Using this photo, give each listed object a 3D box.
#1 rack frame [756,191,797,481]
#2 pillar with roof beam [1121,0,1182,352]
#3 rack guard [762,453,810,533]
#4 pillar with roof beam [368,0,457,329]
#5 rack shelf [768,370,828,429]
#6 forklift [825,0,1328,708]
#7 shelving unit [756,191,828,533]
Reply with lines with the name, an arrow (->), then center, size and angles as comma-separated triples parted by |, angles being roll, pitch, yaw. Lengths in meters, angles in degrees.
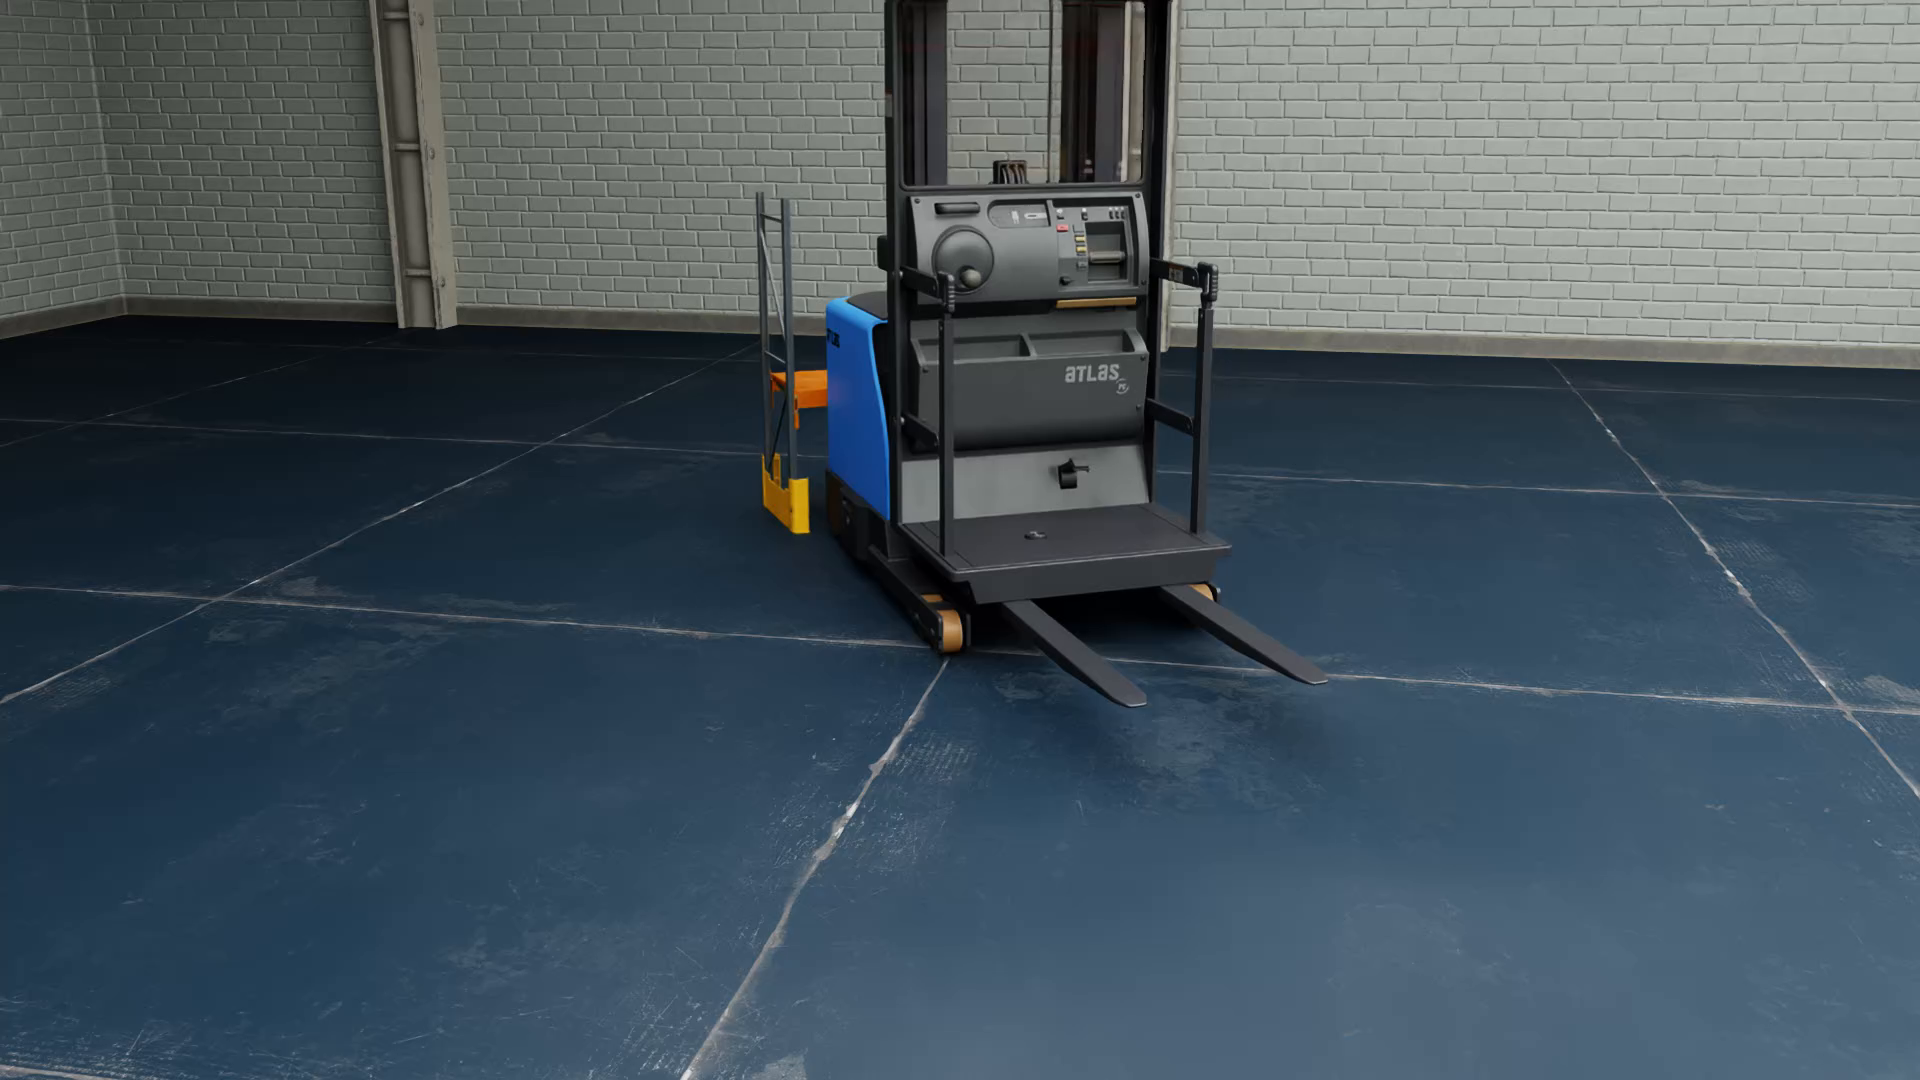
rack frame -> -0.843, -0.827, 7.669 | 0.032, 1.500, 0.500 | -6, 16, -20
pillar with roof beam -> 0.551, -4.692, 7.574 | 0.400, 9.000, 9.100 | 3, 16, 11
rack guard -> -0.825, -0.227, 7.842 | 0.087, 0.250, 0.587 | -6, 16, -20
pillar with roof beam -> -5.329, -5.011, 8.726 | 0.400, 9.000, 9.100 | 3, 16, 11
rack shelf -> -0.367, -0.702, 7.889 | 1.000, 0.185, 0.538 | -6, 16, -20
forklift -> 0.338, -1.120, 6.044 | 1.130, 2.935, 3.031 | -5, 16, -18
shelving unit -> -0.359, -0.876, 7.844 | 1.083, 1.500, 0.587 | -6, 16, -20
